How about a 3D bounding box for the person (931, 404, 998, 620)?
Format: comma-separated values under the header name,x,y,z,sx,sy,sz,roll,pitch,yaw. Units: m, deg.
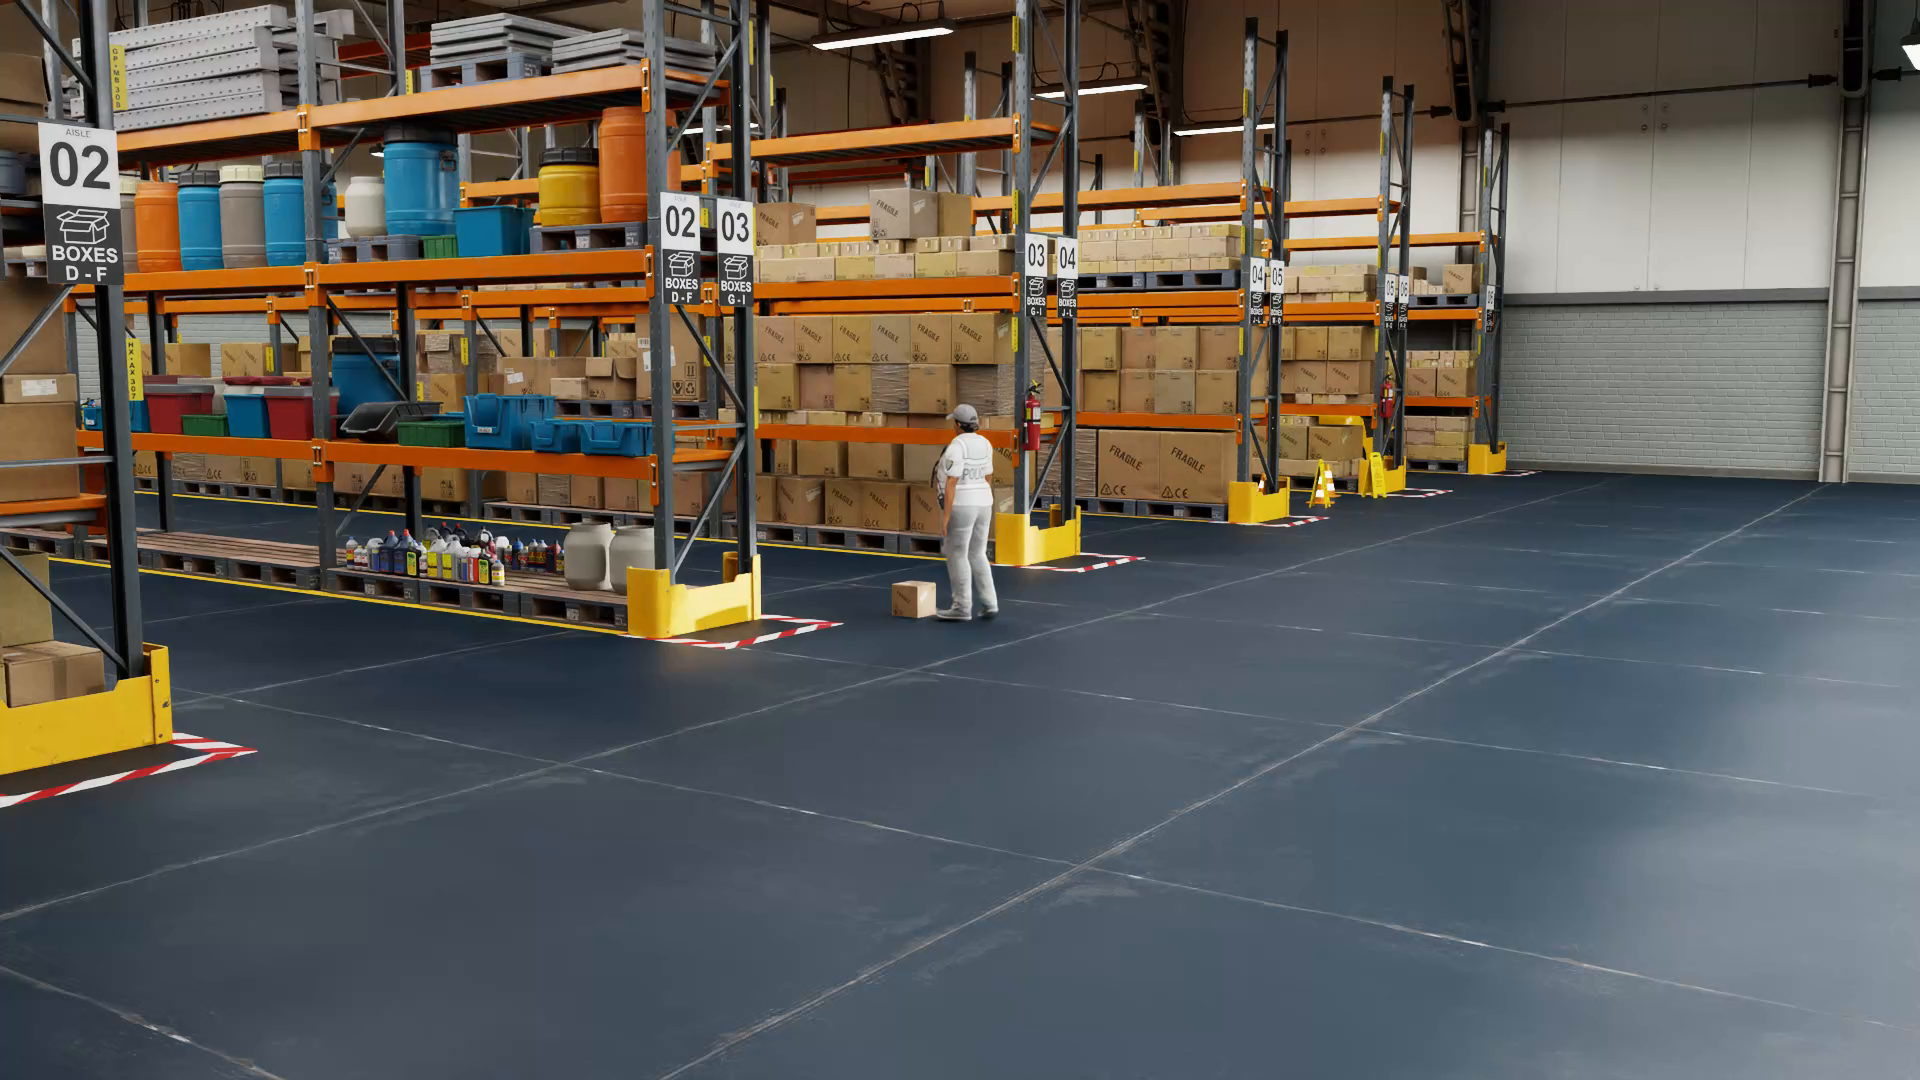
name,x,y,z,sx,sy,sz,roll,pitch,yaw
person,0.053,-0.208,12.792,0.415,1.674,0.531,6,9,41
